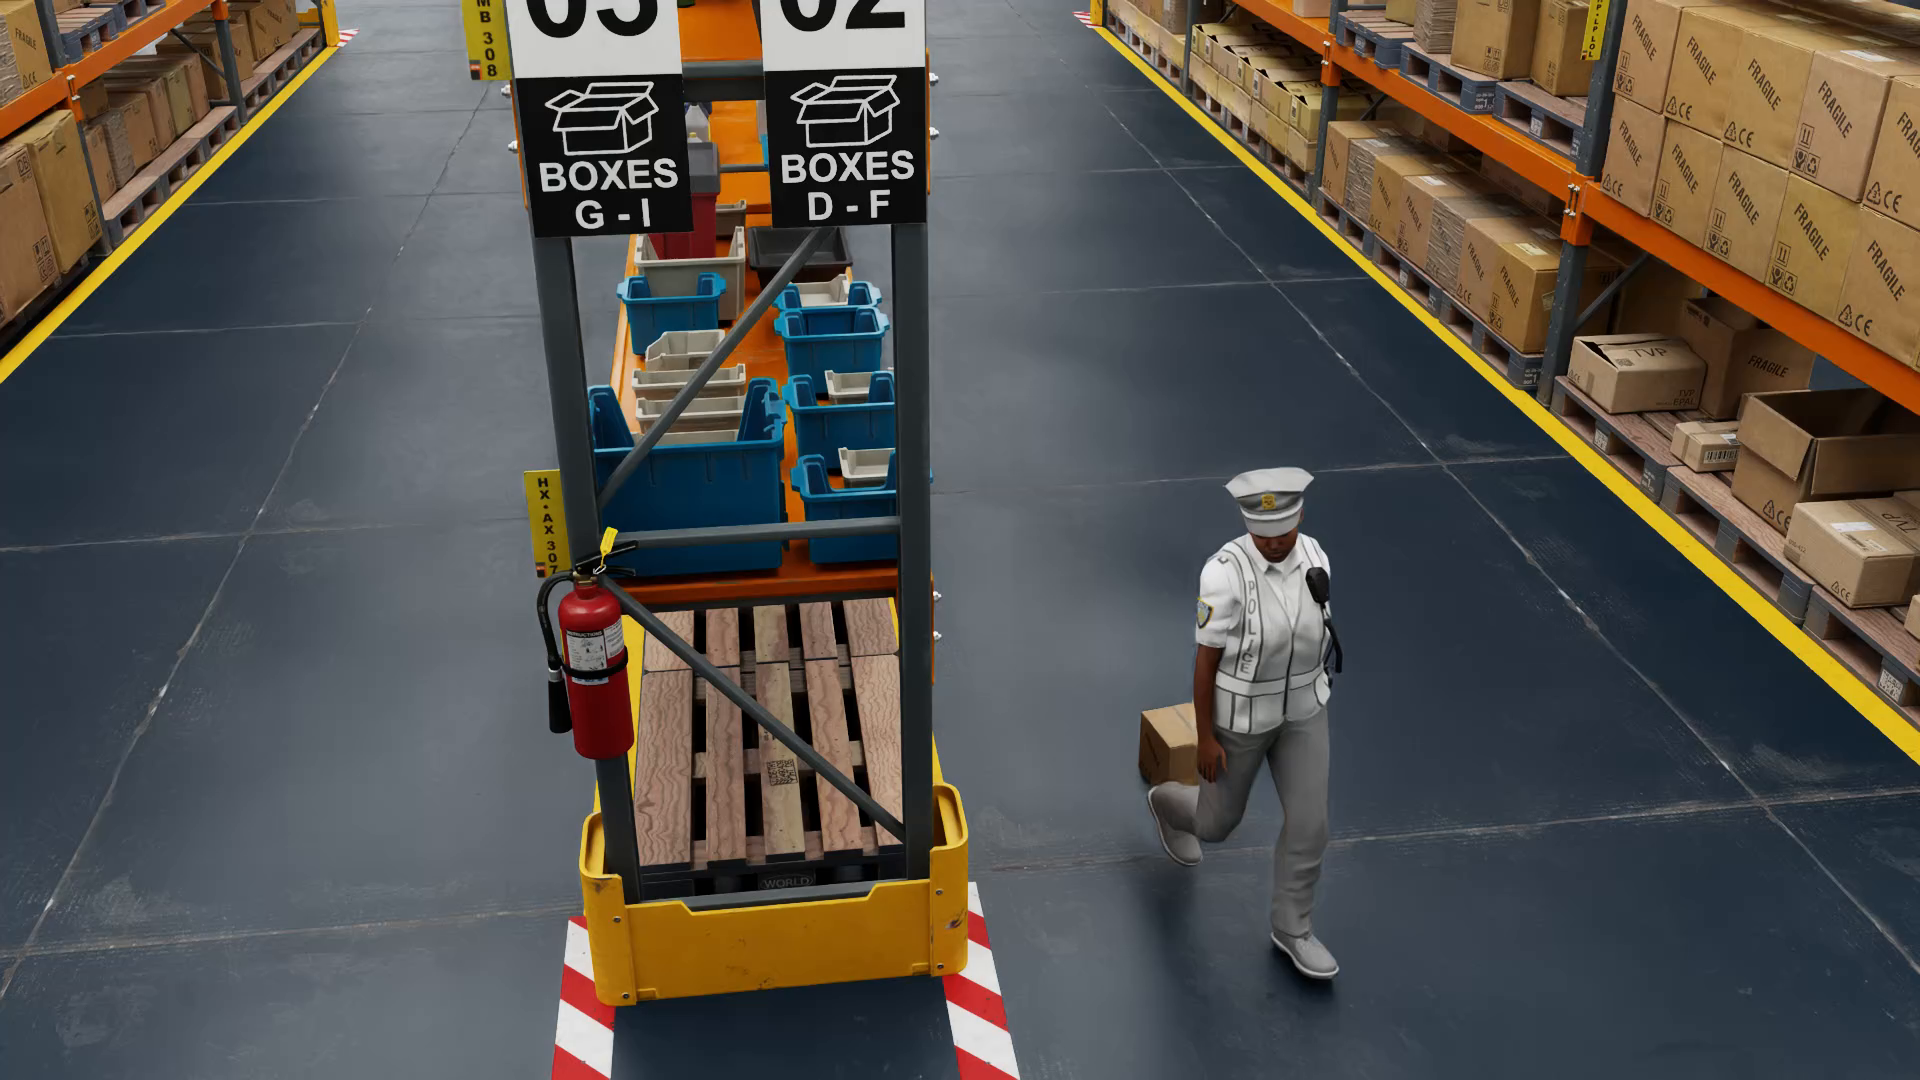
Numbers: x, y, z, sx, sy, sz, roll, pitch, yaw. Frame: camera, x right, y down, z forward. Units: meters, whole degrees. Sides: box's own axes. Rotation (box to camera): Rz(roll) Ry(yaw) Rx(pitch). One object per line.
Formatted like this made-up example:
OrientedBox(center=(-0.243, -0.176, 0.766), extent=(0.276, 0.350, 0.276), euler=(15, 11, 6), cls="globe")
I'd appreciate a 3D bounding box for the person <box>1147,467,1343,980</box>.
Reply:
OrientedBox(center=(0.913, 0.518, 5.114), extent=(0.479, 1.626, 0.822), euler=(-9, 29, -17), cls="person")
